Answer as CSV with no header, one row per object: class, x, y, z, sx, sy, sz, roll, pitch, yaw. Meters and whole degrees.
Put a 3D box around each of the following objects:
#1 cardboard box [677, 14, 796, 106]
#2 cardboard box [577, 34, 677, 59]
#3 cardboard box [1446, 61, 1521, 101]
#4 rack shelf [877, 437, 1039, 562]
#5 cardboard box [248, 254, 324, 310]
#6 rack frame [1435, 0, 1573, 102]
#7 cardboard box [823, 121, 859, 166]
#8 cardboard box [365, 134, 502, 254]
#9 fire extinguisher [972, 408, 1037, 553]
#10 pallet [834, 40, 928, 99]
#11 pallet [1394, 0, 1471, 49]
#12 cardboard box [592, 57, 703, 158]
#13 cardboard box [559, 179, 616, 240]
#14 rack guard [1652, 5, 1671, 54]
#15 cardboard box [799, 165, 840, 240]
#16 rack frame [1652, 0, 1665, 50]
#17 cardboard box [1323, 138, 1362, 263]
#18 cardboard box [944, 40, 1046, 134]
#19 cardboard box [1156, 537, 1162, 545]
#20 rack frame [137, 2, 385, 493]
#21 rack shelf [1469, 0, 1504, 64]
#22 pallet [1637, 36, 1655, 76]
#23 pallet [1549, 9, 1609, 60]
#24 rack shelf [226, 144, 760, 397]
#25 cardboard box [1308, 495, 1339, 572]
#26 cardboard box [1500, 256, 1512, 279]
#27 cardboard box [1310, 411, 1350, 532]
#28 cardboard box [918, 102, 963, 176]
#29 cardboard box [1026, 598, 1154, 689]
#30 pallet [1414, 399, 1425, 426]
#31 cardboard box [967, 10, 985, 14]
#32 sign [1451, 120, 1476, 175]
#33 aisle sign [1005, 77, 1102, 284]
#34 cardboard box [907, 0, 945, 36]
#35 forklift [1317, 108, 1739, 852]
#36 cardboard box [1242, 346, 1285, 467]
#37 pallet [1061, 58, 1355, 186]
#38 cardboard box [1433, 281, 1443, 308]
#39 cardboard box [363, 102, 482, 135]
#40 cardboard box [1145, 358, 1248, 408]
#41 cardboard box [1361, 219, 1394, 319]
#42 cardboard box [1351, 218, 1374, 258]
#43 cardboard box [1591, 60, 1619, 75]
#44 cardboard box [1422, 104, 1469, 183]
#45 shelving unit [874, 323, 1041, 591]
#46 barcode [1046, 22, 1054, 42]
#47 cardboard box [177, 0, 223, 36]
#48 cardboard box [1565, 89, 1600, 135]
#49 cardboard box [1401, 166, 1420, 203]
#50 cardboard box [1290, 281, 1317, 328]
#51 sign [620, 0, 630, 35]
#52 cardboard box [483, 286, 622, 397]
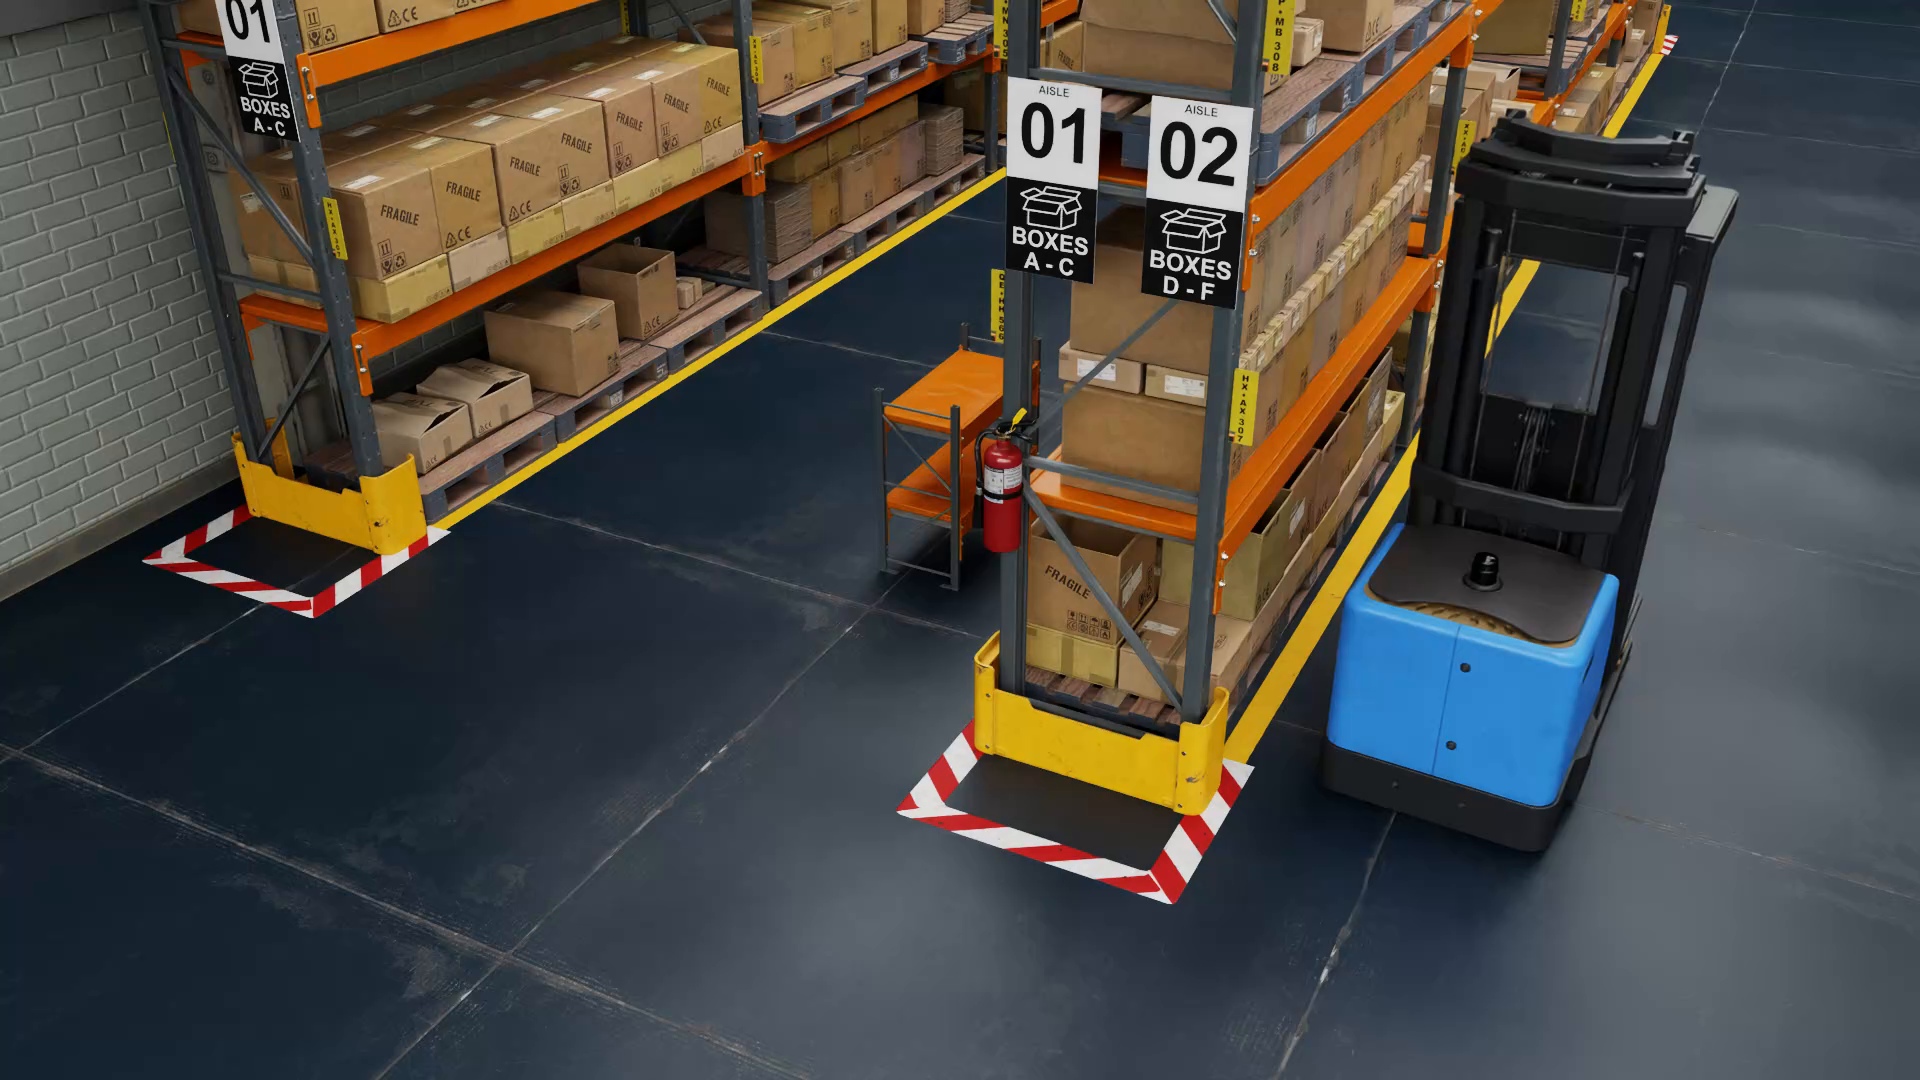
cardboard box,-1.672,-3.602,12.467,0.700,0.500,0.500,14,33,23
cardboard box,-2.334,-3.257,11.788,0.500,0.500,0.500,14,33,22
cardboard box,4.095,-3.611,13.115,0.500,0.311,0.500,16,34,26
rack shelf,0.003,-0.279,9.597,0.538,0.278,1.000,14,33,23
cardboard box,-3.716,-1.571,9.604,0.500,0.250,0.500,15,33,24
rack frame,4.299,-3.801,13.356,1.000,3.000,0.127,14,33,23
cardboard box,-1.183,-3.339,13.868,0.500,0.250,0.500,13,32,22
cardboard box,-3.038,-2.005,9.608,0.500,0.500,0.500,14,33,23
fire extinguisher,0.188,-0.274,7.292,0.296,0.674,0.183,14,33,23
pallet,-0.978,-3.953,13.814,1.003,0.211,1.213,14,33,23
pallet,2.112,-2.906,8.875,1.003,0.211,1.213,14,33,23
cardboard box,-2.097,-2.916,11.193,0.500,0.500,0.500,14,33,23
cardboard box,-2.558,-2.146,10.605,0.500,0.250,0.500,15,33,24
rack guard,7.909,-6.230,20.096,1.175,0.500,0.348,14,33,23
cardboard box,-1.423,-2.827,13.729,0.700,0.500,0.500,14,33,22
rack frame,7.944,-7.347,19.532,1.000,3.000,0.127,14,33,23
cardboard box,1.595,-1.768,8.413,0.700,0.500,0.500,14,33,23
cardboard box,0.340,-4.469,16.257,0.750,0.750,0.750,14,33,23
cardboard box,1.077,-0.321,8.883,0.500,0.500,0.500,14,33,23
rack frame,-3.757,-1.376,9.135,1.000,3.000,0.127,14,33,23
rack shelf,3.388,-3.903,11.245,1.077,0.370,4.000,14,33,23
pallet,7.547,-5.750,19.552,1.003,0.211,1.213,14,33,23
pallet,5.181,-4.581,14.907,1.003,0.211,1.213,14,33,23
rack shelf,-2.845,-1.951,10.858,1.077,0.370,4.000,14,33,23
cardboard box,1.782,-0.096,9.244,0.500,0.250,0.500,14,33,23
cardboard box,4.045,-2.273,13.035,0.500,0.250,0.500,14,33,23
cardboard box,1.783,-0.421,9.057,0.500,0.500,0.500,14,33,23
cardboard box,-0.394,-3.699,15.247,0.700,0.500,0.500,15,33,24
cardboard box,0.636,0.451,8.291,0.500,0.250,0.500,14,33,23
pallet,2.778,-1.154,11.547,1.003,0.211,1.213,14,33,23
cardboard box,0.244,-4.916,15.531,0.380,0.149,0.250,14,33,23
sign,2.972,-2.312,9.815,0.100,0.325,0.005,14,33,23
aisle sign,0.364,-1.419,6.598,0.394,0.787,0.004,14,33,23
cardboard box,-0.548,-4.692,14.367,0.700,0.500,0.500,11,32,19
forklift,2.815,-0.616,7.879,1.130,2.935,3.031,16,33,25
cardboard box,1.114,-0.736,7.918,0.700,0.500,0.500,15,33,25
pallet,1.000,-1.824,6.991,1.003,0.211,1.213,14,33,23
cardboard box,3.120,-1.608,11.314,0.500,0.311,0.500,14,33,23
cardboard box,-3.261,-2.353,10.214,0.500,0.500,0.500,13,32,22
cardboard box,1.025,-0.704,7.212,0.380,0.149,0.250,14,33,23
cardboard box,2.046,-1.637,9.489,0.700,0.500,0.500,14,33,23
cardboard box,1.964,-1.620,8.808,0.380,0.149,0.250,15,33,25
cardboard box,6.890,-5.059,17.951,0.380,0.166,0.250,14,33,23
cardboard box,3.081,-2.641,11.237,0.500,0.500,0.500,17,34,27
shelving unit,0.003,-0.491,9.475,0.538,1.125,1.048,14,33,23
barcode,0.363,-2.050,6.713,0.001,0.075,0.075,14,33,23
cardboard box,-3.792,-2.972,8.780,0.500,0.500,0.500,17,34,27
cardboard box,5.690,-3.958,15.698,0.500,0.500,0.500,15,33,24
cardboard box,2.430,-2.074,9.597,0.380,0.149,0.250,14,33,22
cardboard box,1.494,-1.162,8.010,0.380,0.149,0.250,13,32,22
sign,-2.430,-3.776,12.151,0.100,0.325,0.005,14,33,23
cardboard box,-2.723,-1.336,11.133,0.700,0.500,0.500,12,32,20
